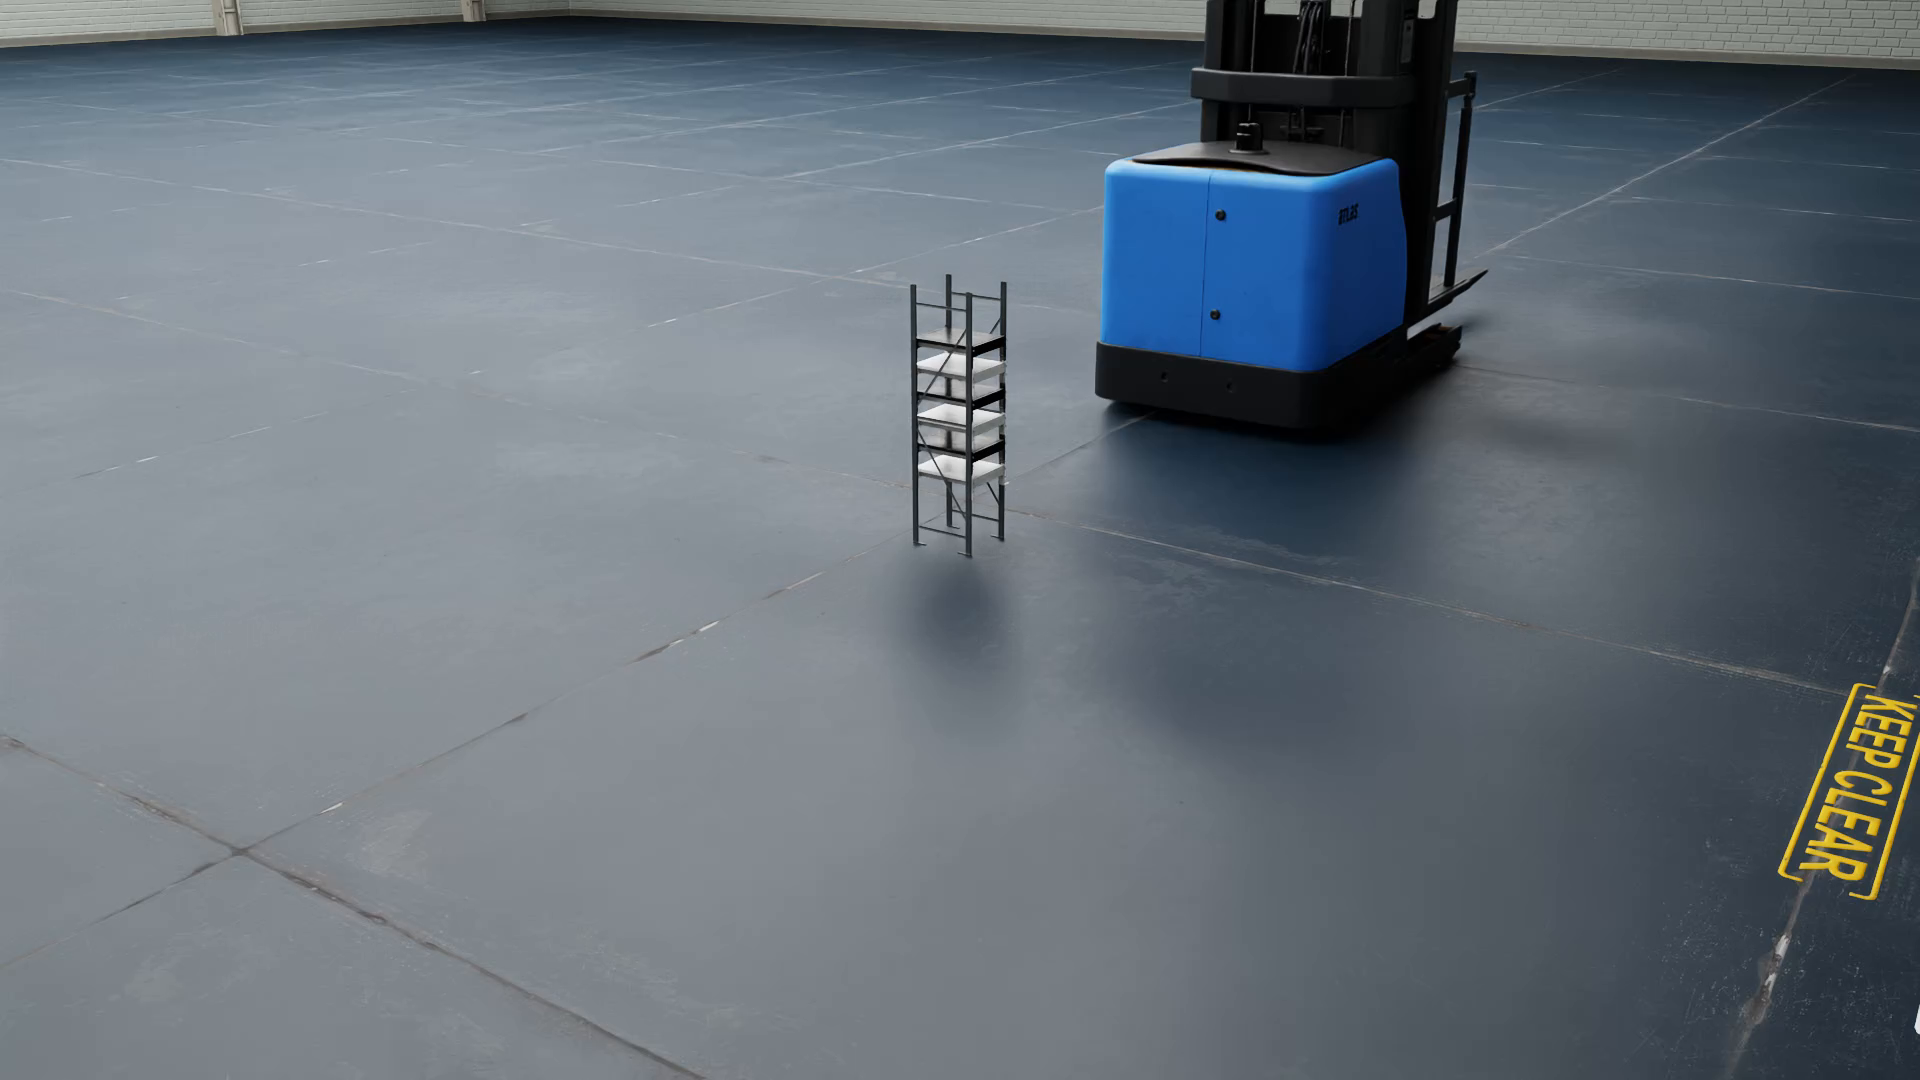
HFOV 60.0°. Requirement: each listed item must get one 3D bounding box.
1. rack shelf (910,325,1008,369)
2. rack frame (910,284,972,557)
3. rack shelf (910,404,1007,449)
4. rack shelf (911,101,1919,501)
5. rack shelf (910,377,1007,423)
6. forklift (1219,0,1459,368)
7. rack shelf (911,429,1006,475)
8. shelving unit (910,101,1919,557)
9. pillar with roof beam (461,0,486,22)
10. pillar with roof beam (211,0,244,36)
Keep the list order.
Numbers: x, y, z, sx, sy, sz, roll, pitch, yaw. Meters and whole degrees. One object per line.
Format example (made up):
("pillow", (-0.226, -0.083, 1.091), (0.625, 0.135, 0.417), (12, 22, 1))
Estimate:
("rack shelf", (-0.005, -0.642, 5.520), (0.258, 0.077, 0.200), (13, 24, 32))
("rack frame", (-0.062, -0.391, 5.524), (0.240, 0.900, 0.006), (13, 24, 32))
("rack shelf", (-0.005, -0.388, 5.614), (0.258, 0.077, 0.200), (13, 24, 32))
("rack shelf", (7.441, -2.202, 11.321), (6.000, 0.275, 18.464), (13, 24, 32))
("rack shelf", (-0.005, -0.473, 5.583), (0.258, 0.077, 0.200), (13, 24, 32))
("forklift", (1.813, -2.281, 7.708), (1.121, 2.935, 3.031), (12, 24, 30))
("rack shelf", (-0.005, -0.304, 5.645), (0.258, 0.077, 0.200), (13, 24, 32))
("shelving unit", (7.439, -2.494, 11.210), (6.000, 0.900, 18.469), (13, 24, 32))
("pillar with roof beam", (-7.194, -14.875, 33.009), (9.100, 9.000, 0.400), (13, 24, 32))
("pillar with roof beam", (-10.567, -13.154, 28.355), (9.100, 9.000, 0.400), (13, 24, 32))
